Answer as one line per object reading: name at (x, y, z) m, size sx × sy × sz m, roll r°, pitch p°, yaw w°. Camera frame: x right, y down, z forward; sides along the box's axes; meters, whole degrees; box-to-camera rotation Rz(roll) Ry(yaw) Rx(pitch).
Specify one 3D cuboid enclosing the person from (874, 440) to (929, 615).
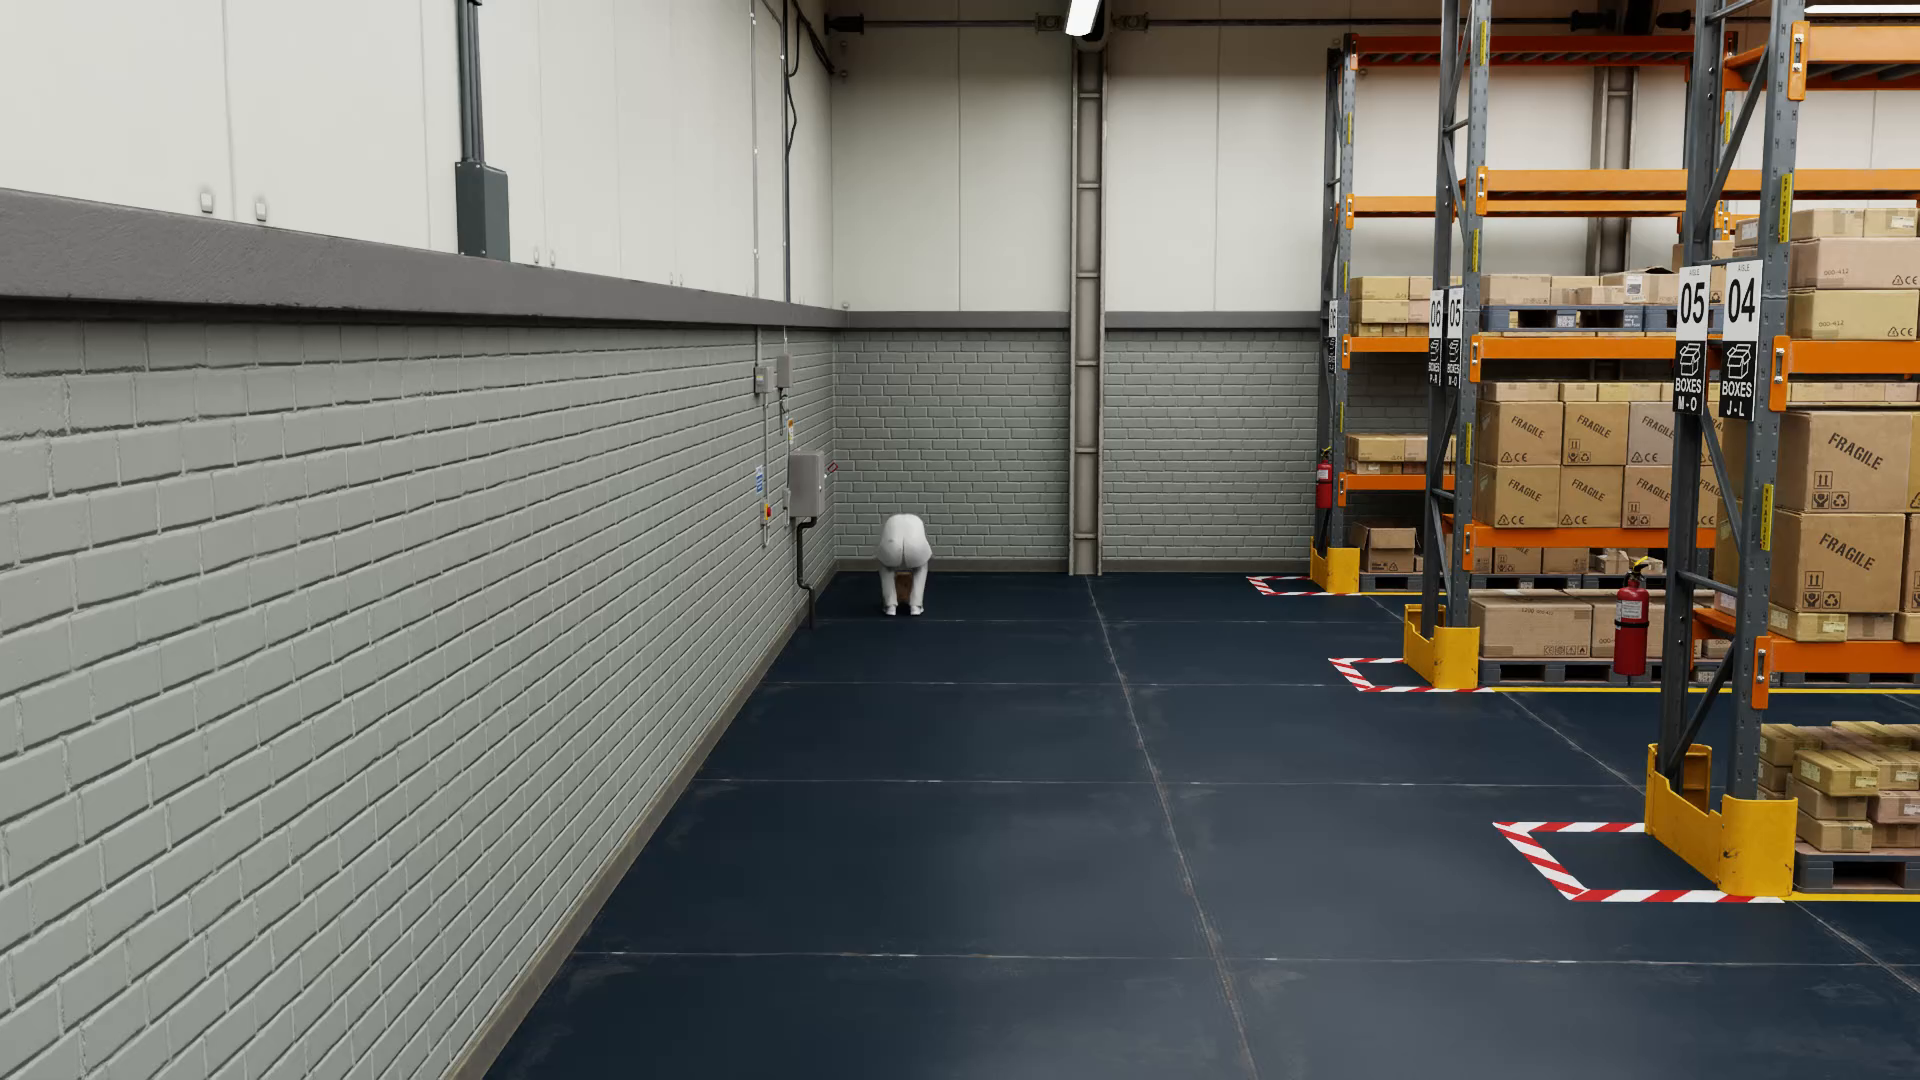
person at (-0.587, -0.140, 16.927) m, size 0.548 × 1.780 × 0.535 m, roll 0°, pitch 7°, yaw 1°
